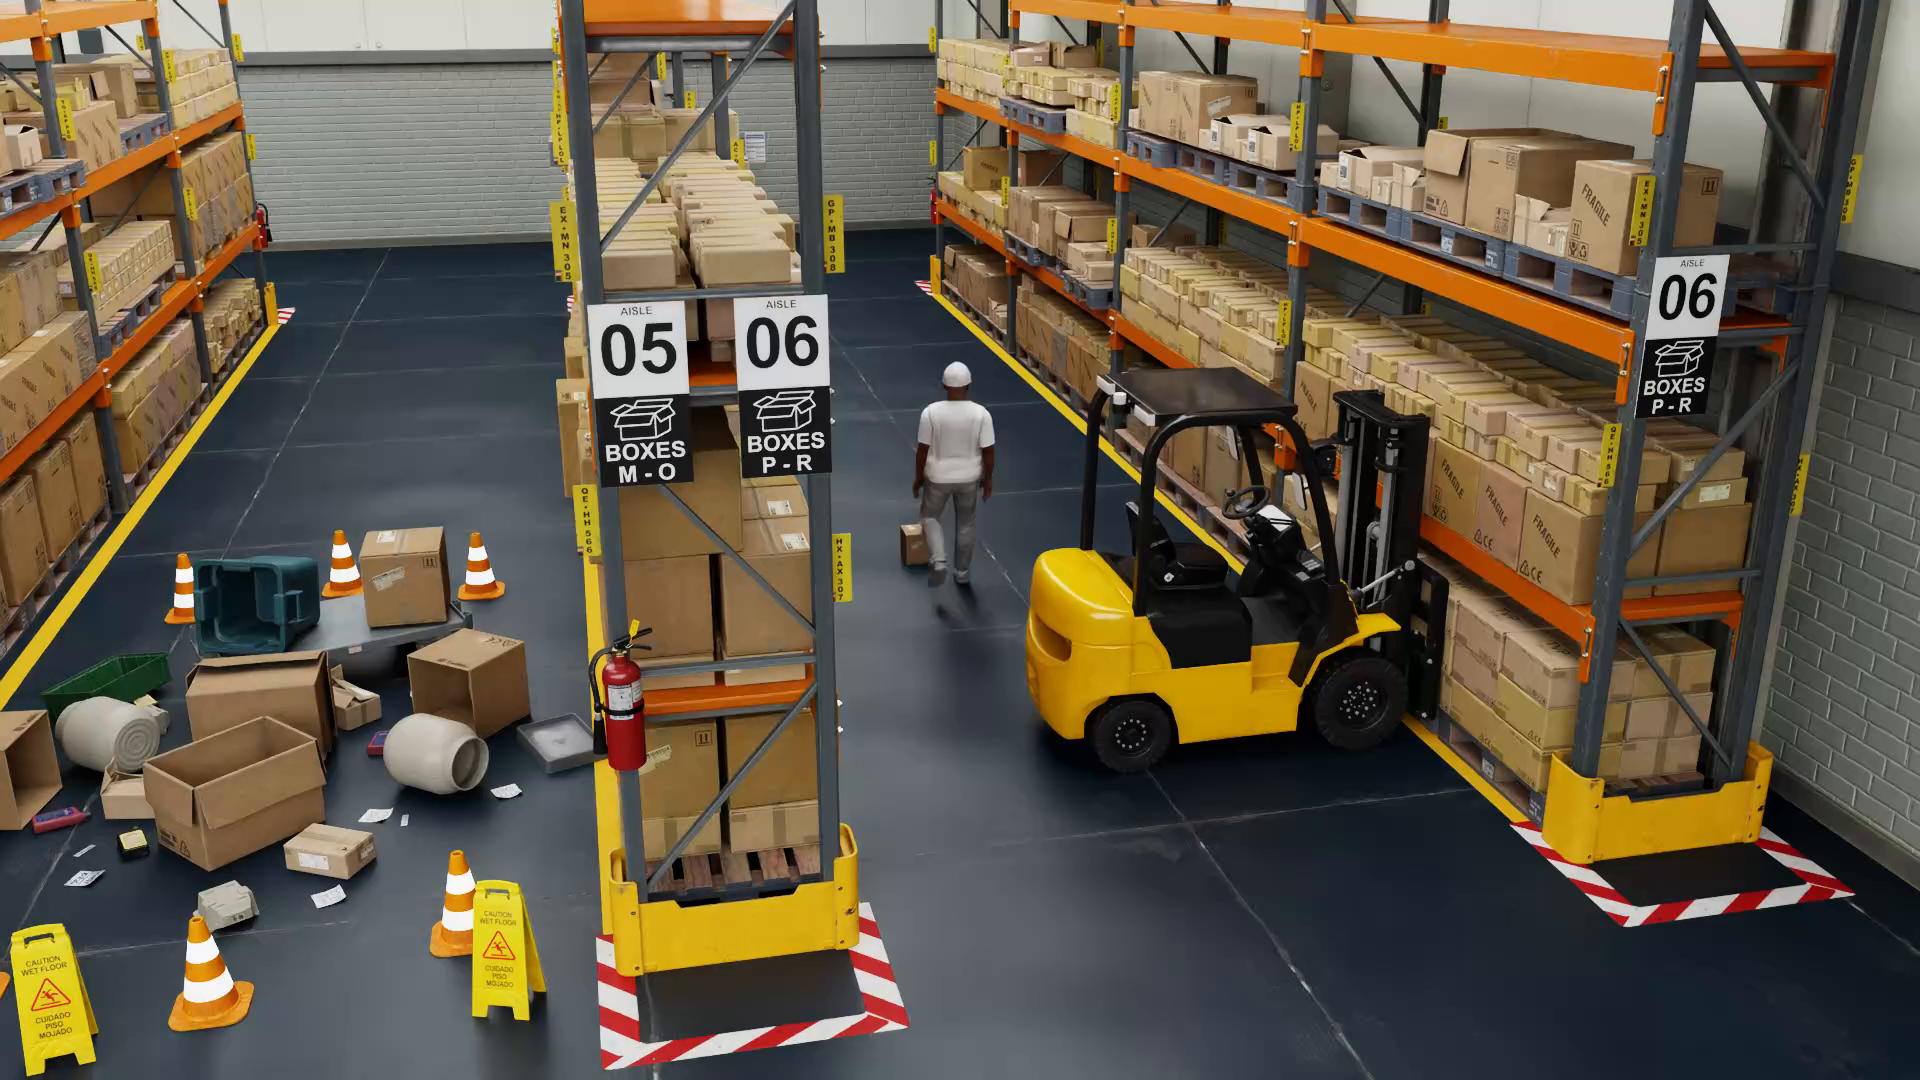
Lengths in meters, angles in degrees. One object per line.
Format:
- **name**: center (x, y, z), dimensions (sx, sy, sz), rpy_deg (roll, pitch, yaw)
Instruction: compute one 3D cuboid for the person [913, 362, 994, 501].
- **person**: center (-0.048, -0.776, 12.157), dimensions (0.600, 1.082, 0.355), rpy_deg (-2, 20, -6)
